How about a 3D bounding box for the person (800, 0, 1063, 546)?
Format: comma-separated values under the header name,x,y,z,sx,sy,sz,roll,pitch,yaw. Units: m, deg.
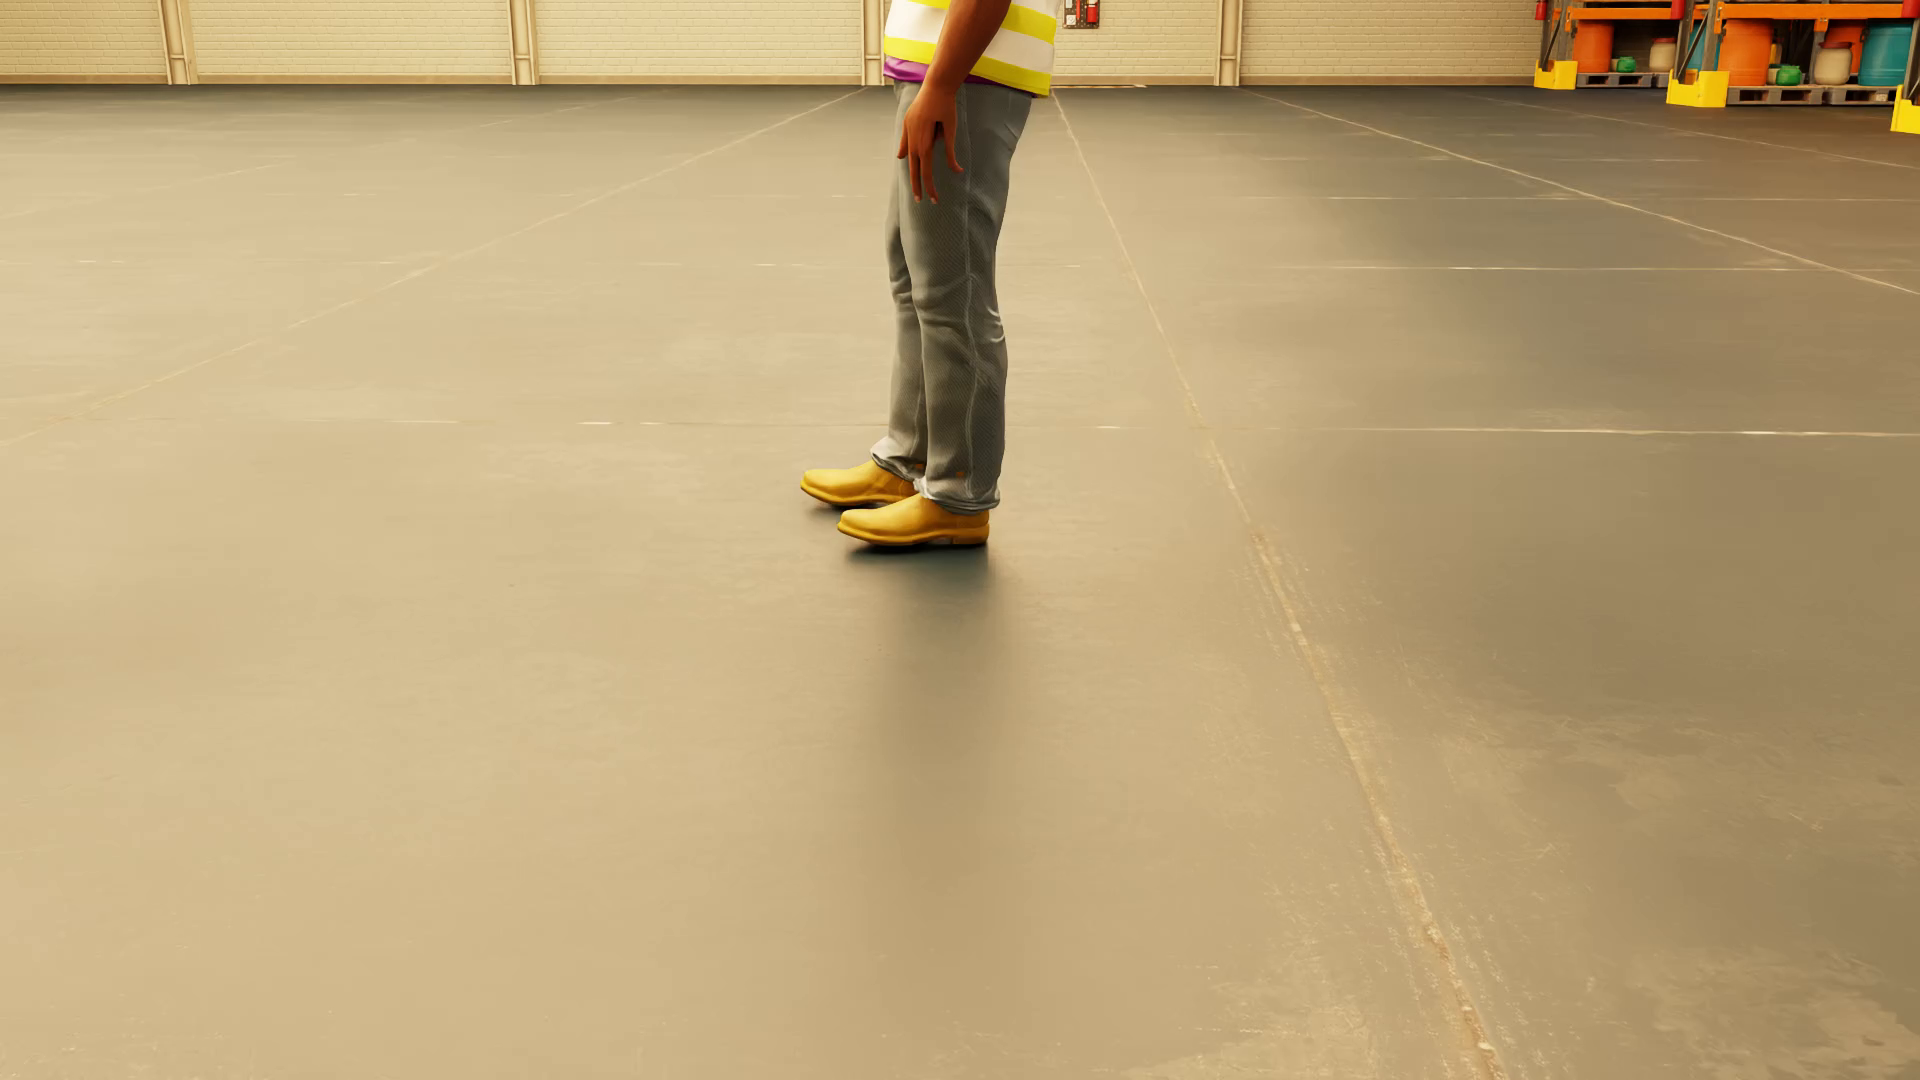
name,x,y,z,sx,sy,sz,roll,pitch,yaw
person,-0.069,-0.853,3.116,0.577,1.765,0.665,1,17,2
